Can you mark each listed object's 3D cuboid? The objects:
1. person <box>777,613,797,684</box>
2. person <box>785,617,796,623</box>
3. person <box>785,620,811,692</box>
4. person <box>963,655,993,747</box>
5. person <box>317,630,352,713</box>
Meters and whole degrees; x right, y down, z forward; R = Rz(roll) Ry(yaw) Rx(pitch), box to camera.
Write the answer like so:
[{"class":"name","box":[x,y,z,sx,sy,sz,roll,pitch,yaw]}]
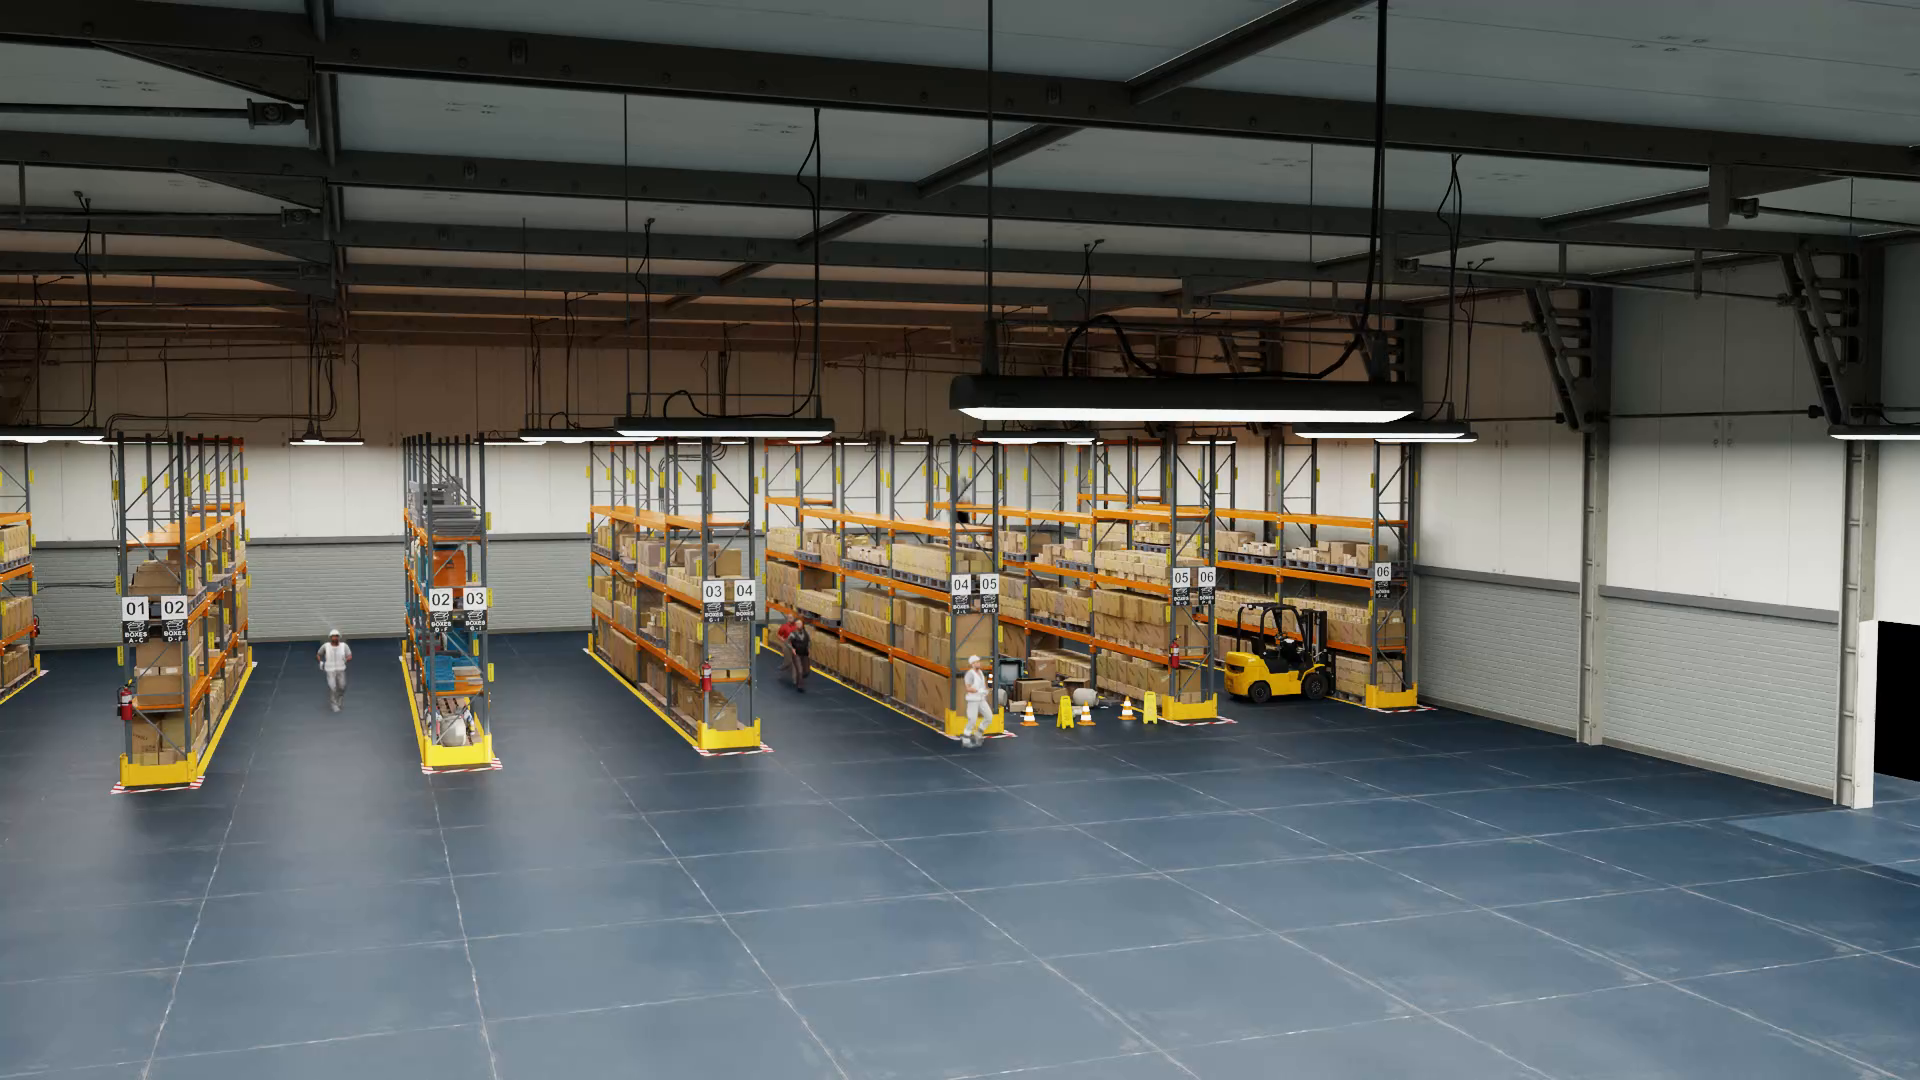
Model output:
[{"class":"person","box":[-4.124,2.633,40.454,0.665,1.705,0.867,-2,4,-31]},{"class":"person","box":[-4.968,2.171,49.811,0.547,1.611,0.566,-1,3,-23]},{"class":"person","box":[-3.779,2.721,39.061,0.659,1.671,0.614,-2,4,-27]},{"class":"person","box":[0.339,3.071,31.651,0.650,1.761,0.678,3,4,39]},{"class":"person","box":[-13.555,2.832,36.085,0.696,1.763,0.946,-2,4,-29]}]
